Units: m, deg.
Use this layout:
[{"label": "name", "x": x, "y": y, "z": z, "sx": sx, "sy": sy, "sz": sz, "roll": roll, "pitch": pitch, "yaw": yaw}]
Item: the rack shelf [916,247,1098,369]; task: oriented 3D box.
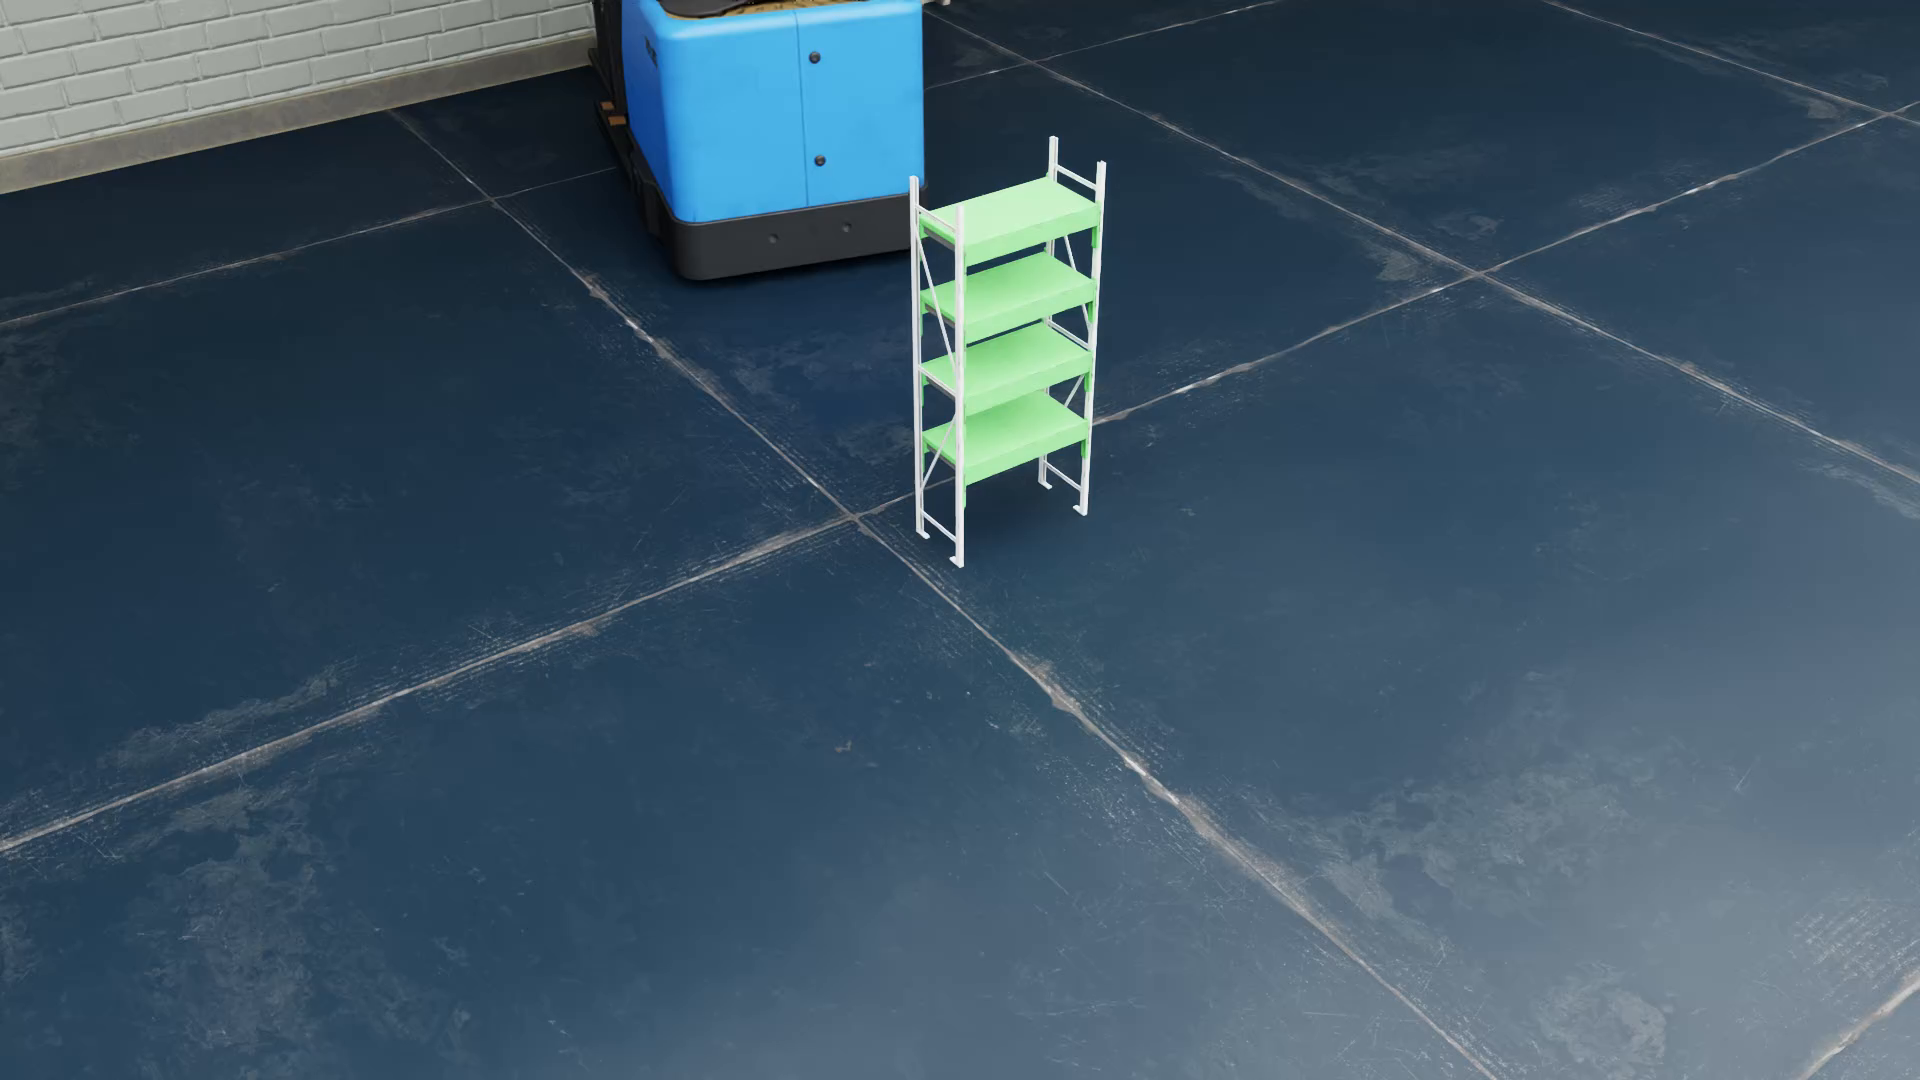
[{"label": "rack shelf", "x": 0.135, "y": -0.686, "z": 4.874, "sx": 0.480, "sy": 0.148, "sz": 0.258, "roll": -22, "pitch": 41, "yaw": -28}]

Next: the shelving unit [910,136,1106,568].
[{"label": "shelving unit", "x": 0.135, "y": -0.543, "z": 4.977, "sx": 0.503, "sy": 1.200, "sz": 0.258, "roll": -22, "pitch": 41, "yaw": -28}]

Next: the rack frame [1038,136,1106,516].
[{"label": "rack frame", "x": 0.335, "y": -0.625, "z": 5.091, "sx": 0.015, "sy": 1.200, "sz": 0.240, "roll": -22, "pitch": 41, "yaw": -28}]

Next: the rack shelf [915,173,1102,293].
[{"label": "rack shelf", "x": 0.135, "y": -0.881, "z": 4.734, "sx": 0.480, "sy": 0.148, "sz": 0.258, "roll": -22, "pitch": 41, "yaw": -28}]

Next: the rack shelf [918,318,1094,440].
[{"label": "rack shelf", "x": 0.135, "y": -0.491, "z": 5.014, "sx": 0.480, "sy": 0.148, "sz": 0.258, "roll": -22, "pitch": 41, "yaw": -28}]

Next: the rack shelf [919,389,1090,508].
[{"label": "rack shelf", "x": 0.135, "y": -0.296, "z": 5.155, "sx": 0.480, "sy": 0.148, "sz": 0.258, "roll": -22, "pitch": 41, "yaw": -28}]

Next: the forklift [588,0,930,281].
[{"label": "forklift", "x": -1.094, "y": -3.068, "z": 7.005, "sx": 1.130, "sy": 2.935, "sz": 3.031, "roll": -12, "pitch": 37, "yaw": -16}]

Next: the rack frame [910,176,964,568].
[{"label": "rack frame", "x": -0.064, "y": -0.461, "z": 4.863, "sx": 0.015, "sy": 1.200, "sz": 0.240, "roll": -22, "pitch": 41, "yaw": -28}]
